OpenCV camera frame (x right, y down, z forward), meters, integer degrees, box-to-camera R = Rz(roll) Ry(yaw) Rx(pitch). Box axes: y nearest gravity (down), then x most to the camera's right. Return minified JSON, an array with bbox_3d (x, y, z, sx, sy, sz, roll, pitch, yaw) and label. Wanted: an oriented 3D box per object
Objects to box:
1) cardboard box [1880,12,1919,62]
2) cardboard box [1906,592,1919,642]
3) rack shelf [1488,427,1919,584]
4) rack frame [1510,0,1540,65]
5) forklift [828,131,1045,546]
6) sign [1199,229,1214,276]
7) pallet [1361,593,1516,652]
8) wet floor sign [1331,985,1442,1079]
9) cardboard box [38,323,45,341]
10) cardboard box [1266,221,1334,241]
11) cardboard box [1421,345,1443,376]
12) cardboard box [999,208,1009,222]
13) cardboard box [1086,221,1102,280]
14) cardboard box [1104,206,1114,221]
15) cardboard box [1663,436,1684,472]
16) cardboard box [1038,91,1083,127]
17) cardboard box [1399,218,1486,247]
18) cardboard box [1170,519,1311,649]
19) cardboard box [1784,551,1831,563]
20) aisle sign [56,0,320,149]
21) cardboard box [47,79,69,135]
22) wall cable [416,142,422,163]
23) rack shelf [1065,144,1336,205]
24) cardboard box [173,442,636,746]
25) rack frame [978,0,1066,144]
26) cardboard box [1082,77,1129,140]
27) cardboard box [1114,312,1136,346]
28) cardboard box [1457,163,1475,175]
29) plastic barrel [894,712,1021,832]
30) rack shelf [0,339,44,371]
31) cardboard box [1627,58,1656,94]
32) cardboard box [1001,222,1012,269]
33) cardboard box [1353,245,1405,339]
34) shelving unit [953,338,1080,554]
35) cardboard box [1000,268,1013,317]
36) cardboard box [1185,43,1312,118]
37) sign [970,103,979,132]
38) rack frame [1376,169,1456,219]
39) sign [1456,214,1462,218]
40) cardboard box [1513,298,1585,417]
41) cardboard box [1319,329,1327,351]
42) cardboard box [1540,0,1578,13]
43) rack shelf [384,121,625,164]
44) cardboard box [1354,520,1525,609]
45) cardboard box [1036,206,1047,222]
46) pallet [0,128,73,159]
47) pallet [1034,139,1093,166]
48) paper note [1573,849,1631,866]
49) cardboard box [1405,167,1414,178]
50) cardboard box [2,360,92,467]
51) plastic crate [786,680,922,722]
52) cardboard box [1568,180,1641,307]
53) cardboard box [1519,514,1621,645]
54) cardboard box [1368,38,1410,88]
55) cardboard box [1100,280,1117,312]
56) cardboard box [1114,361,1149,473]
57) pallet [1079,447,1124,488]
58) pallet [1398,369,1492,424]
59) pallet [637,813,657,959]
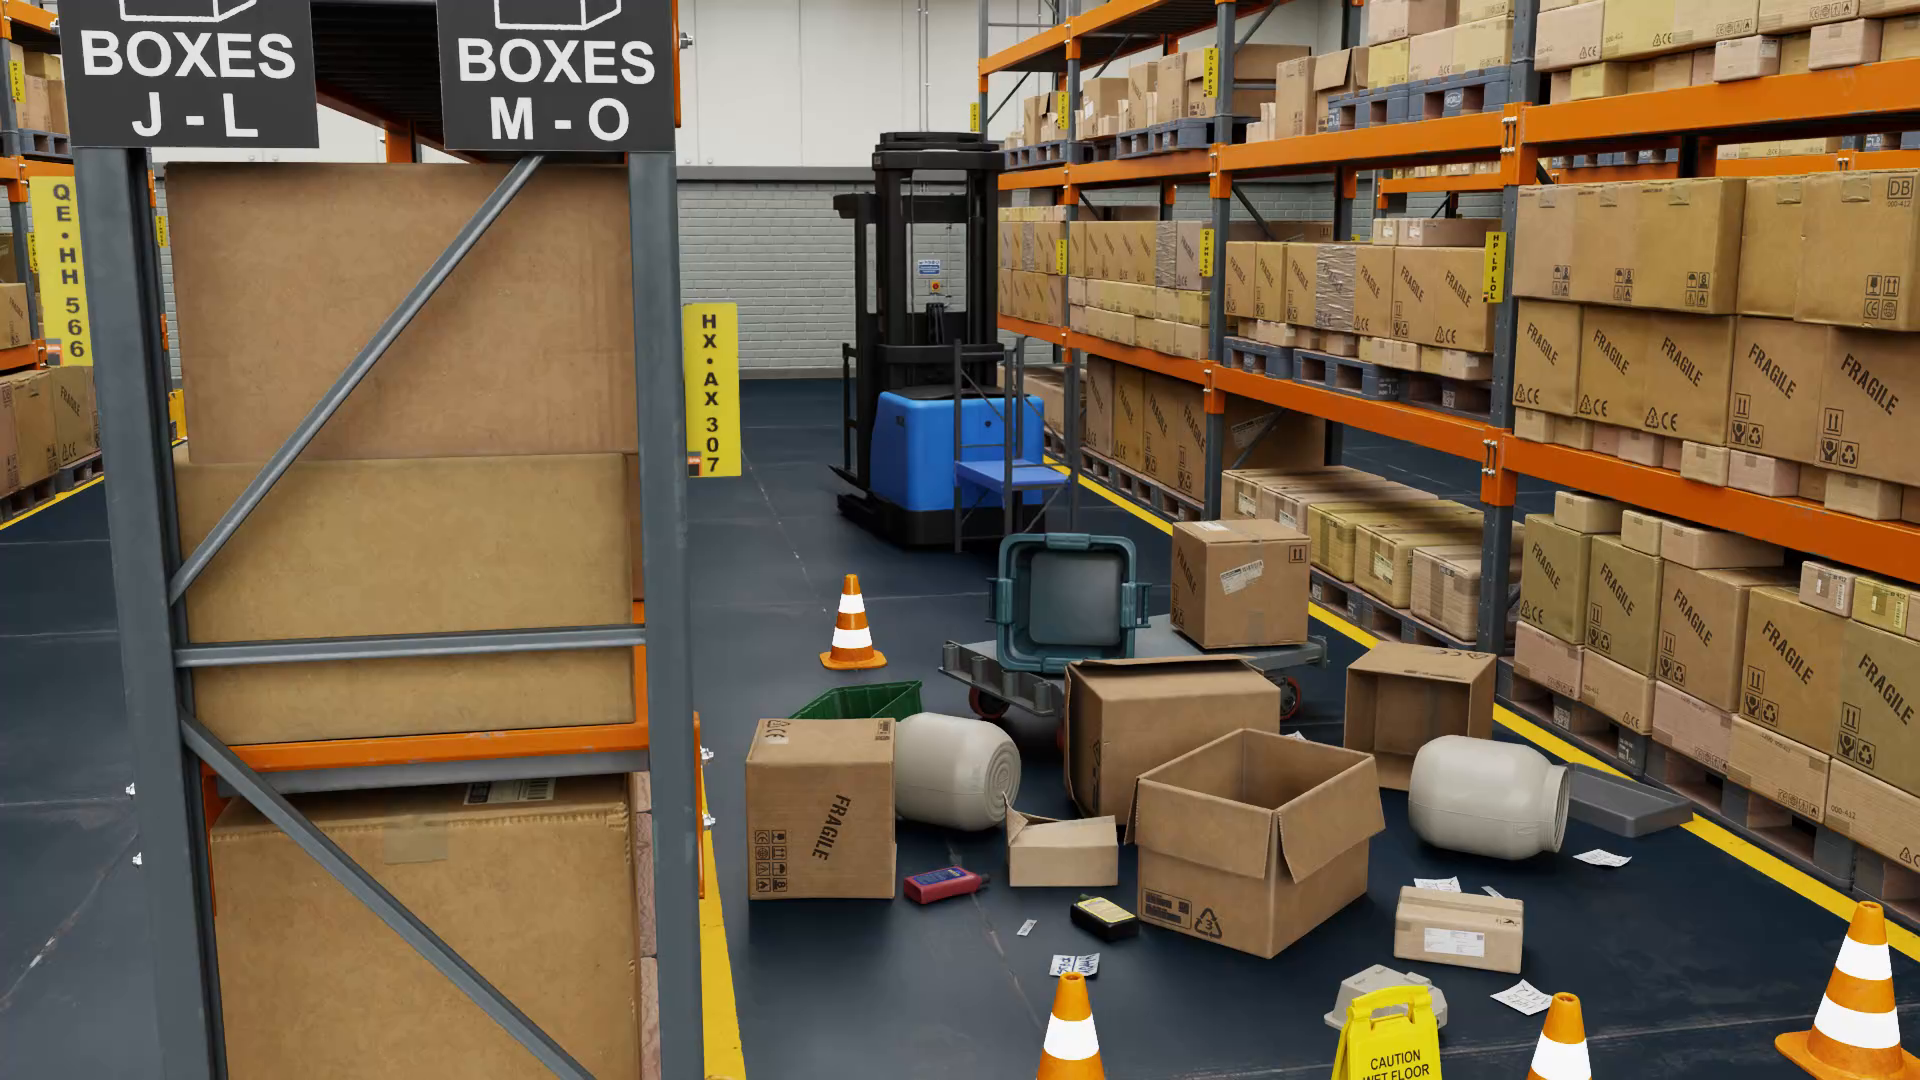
[{"bbox_3d":[3.260,-1.637,5.424,0.380,0.149,0.250,-2,11,-13],"label":"cardboard box"},{"bbox_3d":[3.276,0.259,5.302,0.380,0.149,0.250,-2,11,-9],"label":"cardboard box"},{"bbox_3d":[3.436,-0.009,6.146,1.077,0.370,4.000,-2,11,-11],"label":"rack shelf"},{"bbox_3d":[3.047,-3.676,7.445,1.000,3.000,0.127,-2,11,-11],"label":"rack frame"},{"bbox_3d":[-0.339,-1.628,12.912,1.130,2.935,3.031,-4,11,-18],"label":"forklift"},{"bbox_3d":[1.726,-2.011,11.643,0.100,0.325,0.005,-2,11,-11],"label":"sign"},{"bbox_3d":[2.894,0.498,9.017,1.003,0.211,1.213,-2,11,-11],"label":"pallet"},{"bbox_3d":[0.937,1.293,3.679,0.267,0.644,0.232,-4,12,-21],"label":"wet floor sign"},{"bbox_3d":[-7.961,-1.779,14.194,0.380,0.149,0.250,-2,11,-11],"label":"cardboard box"},{"bbox_3d":[2.413,-2.103,12.280,0.500,0.500,0.500,-2,11,-13],"label":"cardboard box"},{"bbox_3d":[2.642,-0.946,8.691,0.380,0.149,0.250,-2,11,-13],"label":"cardboard box"},{"bbox_3d":[0.639,-3.569,18.250,0.380,0.149,0.250,-2,11,-13],"label":"cardboard box"},{"bbox_3d":[1.421,-2.553,14.648,0.500,0.500,0.500,-2,11,-11],"label":"cardboard box"},{"bbox_3d":[1.619,-3.169,16.149,0.380,0.149,0.250,-2,11,-10],"label":"cardboard box"},{"bbox_3d":[3.072,-0.350,6.685,0.380,0.149,0.250,-2,11,-11],"label":"cardboard box"},{"bbox_3d":[1.198,-4.222,16.670,0.797,0.503,0.637,-1,11,-7],"label":"cardboard box"},{"bbox_3d":[2.589,-1.652,8.932,0.380,0.149,0.250,-2,11,-13],"label":"cardboard box"},{"bbox_3d":[1.307,0.197,7.800,0.500,0.500,0.500,-2,11,-11],"label":"cardboard box"},{"bbox_3d":[3.627,0.332,6.654,0.500,0.500,0.500,-2,11,-8],"label":"cardboard box"},{"bbox_3d":[-1.291,-1.050,2.740,0.394,0.787,0.004,-2,11,-11],"label":"aisle sign"},{"bbox_3d":[-8.503,-3.956,15.276,0.700,0.500,0.500,-2,11,-9],"label":"cardboard box"},{"bbox_3d":[-6.726,-8.260,22.922,2.277,5.999,0.120,-2,11,-11],"label":"wall cable"},{"bbox_3d":[1.880,-2.950,13.575,1.077,0.370,4.000,-2,11,-11],"label":"rack shelf"},{"bbox_3d":[-1.127,0.063,3.444,0.875,0.550,0.550,-2,11,-11],"label":"cardboard box"},{"bbox_3d":[0.713,-5.877,19.009,1.000,3.000,0.127,-2,11,-11],"label":"rack frame"},{"bbox_3d":[1.378,-3.753,14.481,0.500,0.500,0.500,-2,11,-12],"label":"cardboard box"},{"bbox_3d":[1.592,-1.751,13.776,0.500,0.250,0.500,-2,11,-12],"label":"cardboard box"},{"bbox_3d":[5.671,-4.064,18.178,0.380,0.149,0.250,-2,11,-10],"label":"cardboard box"},{"bbox_3d":[-0.063,0.887,6.404,0.512,0.421,0.421,6,12,28],"label":"plastic barrel"},{"bbox_3d":[-7.840,-1.116,11.962,1.077,0.370,4.000,-2,11,-11],"label":"rack shelf"},{"bbox_3d":[3.020,-1.922,6.921,0.380,0.149,0.250,-2,11,-11],"label":"cardboard box"},{"bbox_3d":[0.742,-3.184,17.959,0.500,0.500,0.500,-2,11,-11],"label":"cardboard box"},{"bbox_3d":[2.540,-1.393,9.307,0.500,0.500,0.500,-2,11,-9],"label":"cardboard box"},{"bbox_3d":[0.364,-0.567,11.164,0.538,1.500,1.048,-4,11,-18],"label":"shelving unit"},{"bbox_3d":[0.732,-2.695,18.067,0.500,0.500,0.500,-2,11,-11],"label":"cardboard box"},{"bbox_3d":[2.048,-3.257,11.866,0.797,0.503,0.637,-3,11,-15],"label":"cardboard box"},{"bbox_3d":[0.168,-4.853,19.100,0.100,0.325,0.005,-2,11,-11],"label":"sign"},{"bbox_3d":[5.582,-3.111,20.521,1.000,3.000,0.127,-2,11,-11],"label":"rack frame"},{"bbox_3d":[6.130,-3.852,20.470,0.100,0.325,0.005,-2,11,-11],"label":"sign"},{"bbox_3d":[2.859,-0.834,7.492,0.500,0.500,0.500,-2,11,-11],"label":"cardboard box"},{"bbox_3d":[2.430,-1.232,10.194,0.380,0.149,0.250,-2,11,-9],"label":"cardboard box"},{"bbox_3d":[2.788,-2.402,7.309,0.380,0.149,0.250,-2,11,-12],"label":"cardboard box"},{"bbox_3d":[-2.178,-2.018,8.677,1.077,0.370,4.000,-2,11,-11],"label":"rack shelf"},{"bbox_3d":[2.800,0.127,9.410,0.950,0.372,0.625,-1,11,-7],"label":"cardboard box"},{"bbox_3d":[0.985,-3.289,16.779,0.380,0.149,0.250,-2,11,-11],"label":"cardboard box"},{"bbox_3d":[-8.378,-3.417,14.340,1.003,0.211,1.213,-2,11,-11],"label":"pallet"},{"bbox_3d":[1.342,-3.777,16.233,1.003,0.211,1.213,-2,11,-11],"label":"pallet"},{"bbox_3d":[2.341,1.154,6.054,0.142,0.019,0.148,-6,13,-31],"label":"paper note"},{"bbox_3d":[5.492,-4.348,19.665,0.380,0.149,0.250,-2,11,-10],"label":"cardboard box"},{"bbox_3d":[-8.279,-1.123,14.632,0.875,0.875,0.875,-2,11,-11],"label":"cardboard box"},{"bbox_3d":[-0.470,0.807,7.303,0.450,0.188,0.662,-7,8,20],"label":"plastic crate"},{"bbox_3d":[2.998,-1.233,6.914,0.700,0.500,0.500,-2,11,-11],"label":"cardboard box"},{"bbox_3d":[2.897,0.165,7.534,0.500,0.500,0.500,-2,11,-8],"label":"cardboard box"},{"bbox_3d":[2.600,-2.624,9.216,0.500,0.250,0.500,-2,11,-10],"label":"cardboard box"},{"bbox_3d":[1.501,-2.089,14.216,0.500,0.250,0.500,-2,11,-10],"label":"cardboard box"},{"bbox_3d":[1.874,-1.083,14.423,0.875,0.875,0.875,-2,11,-9],"label":"cardboard box"},{"bbox_3d":[1.715,-0.688,15.247,1.003,0.211,1.213,-2,11,-11],"label":"pallet"},{"bbox_3d":[3.041,-0.781,8.788,1.003,0.211,1.213,-2,11,-11],"label":"pallet"},{"bbox_3d":[-1.477,1.206,5.298,1.003,0.211,1.213,-2,11,-11],"label":"pallet"}]
